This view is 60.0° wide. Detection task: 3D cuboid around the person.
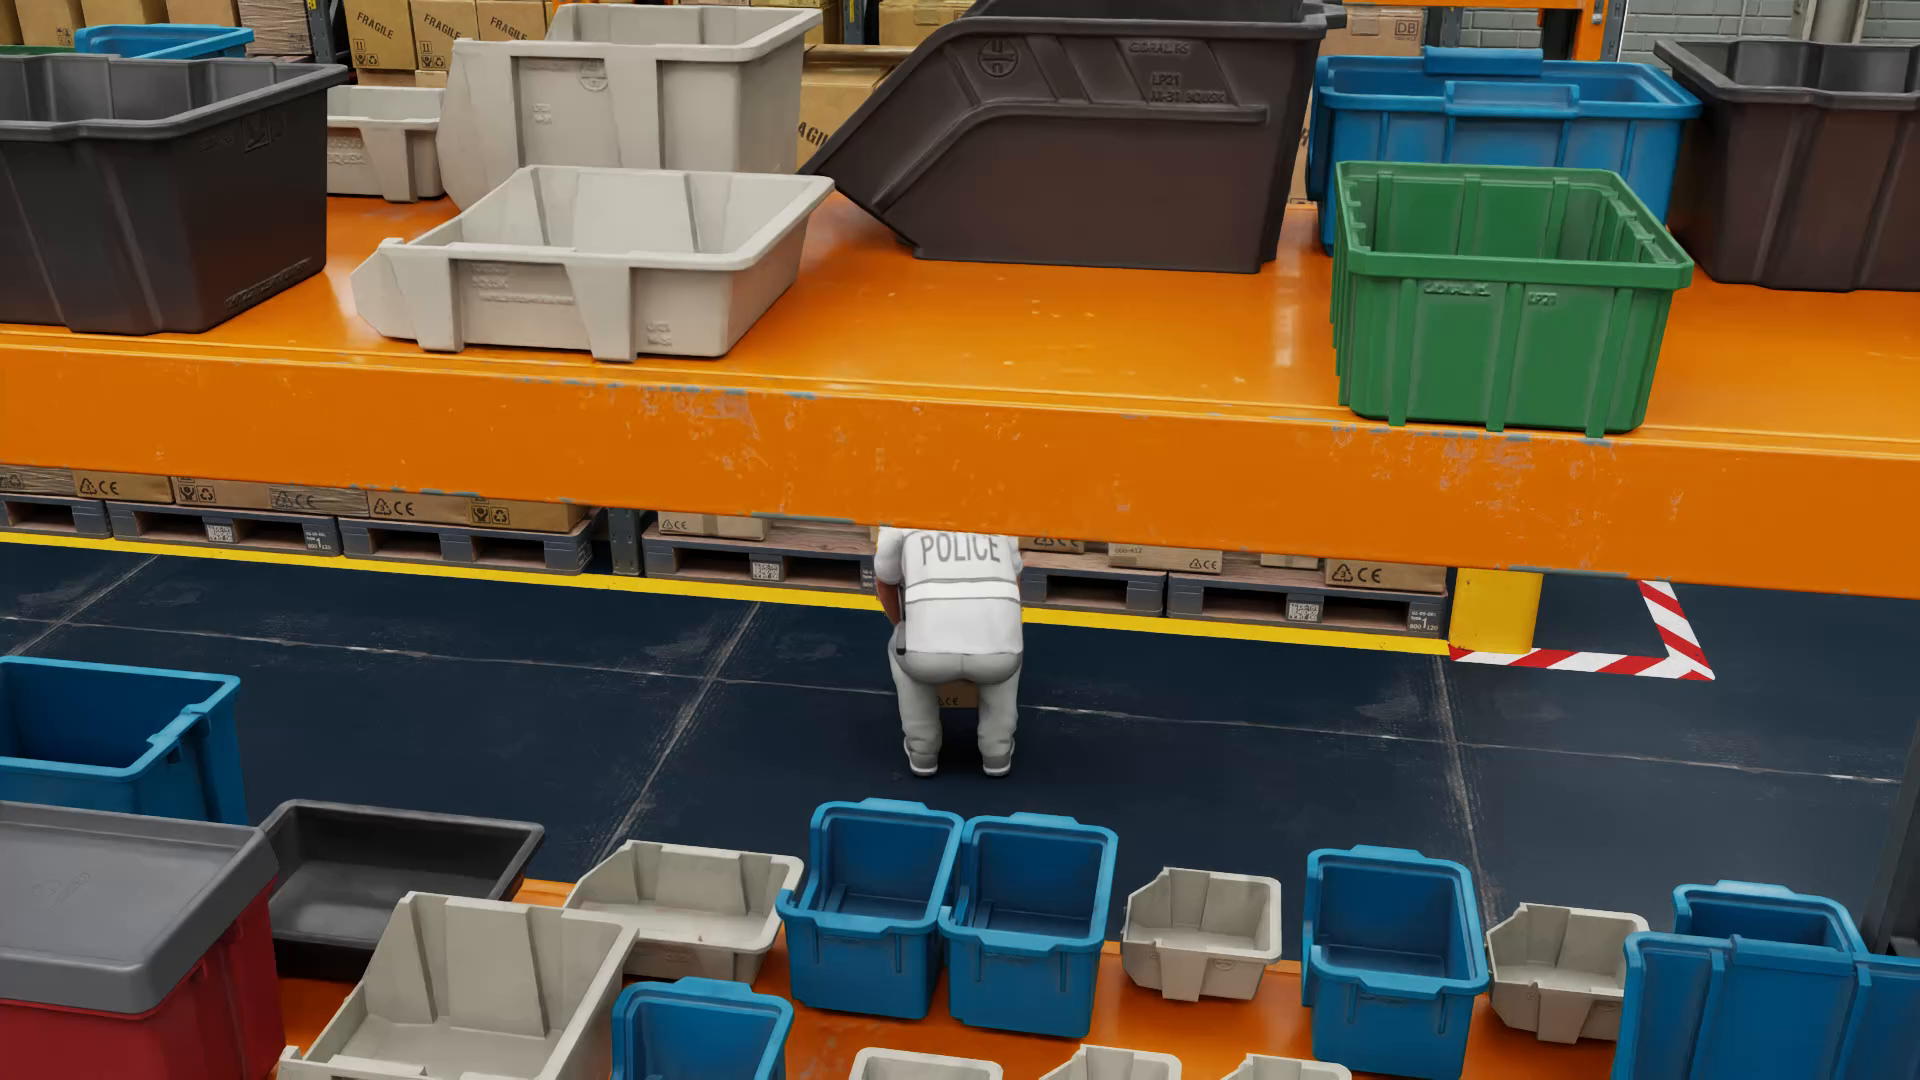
[{"bbox_3d":[-0.038,0.277,6.253,0.573,1.124,0.923,0,25,0],"label":"person"}]
